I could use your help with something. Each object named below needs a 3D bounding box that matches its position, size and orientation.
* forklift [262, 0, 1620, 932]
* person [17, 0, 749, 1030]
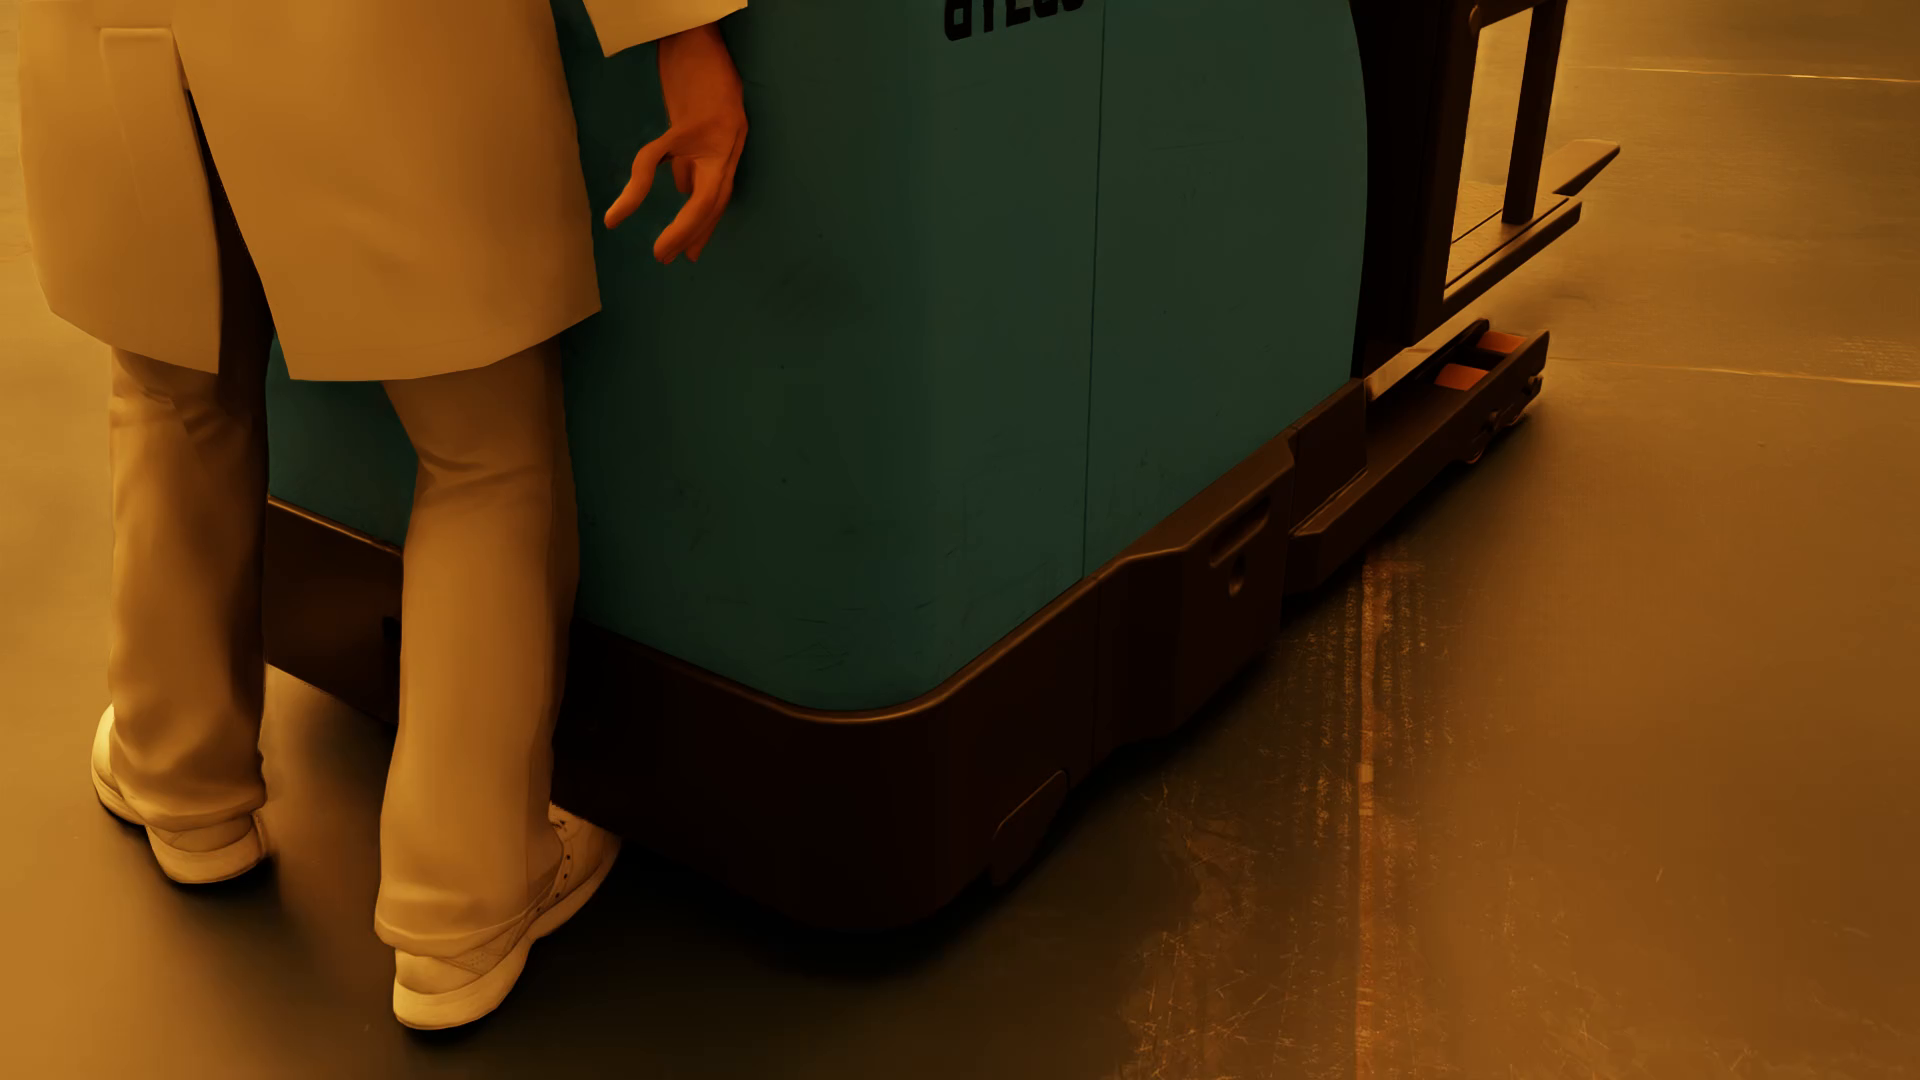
[{"bbox_3d":[0.363,-1.543,2.305,1.130,2.935,3.031,17,32,31],"label":"forklift"},{"bbox_3d":[-0.595,-0.407,1.390,0.917,1.749,0.452,5,27,9],"label":"person"}]
